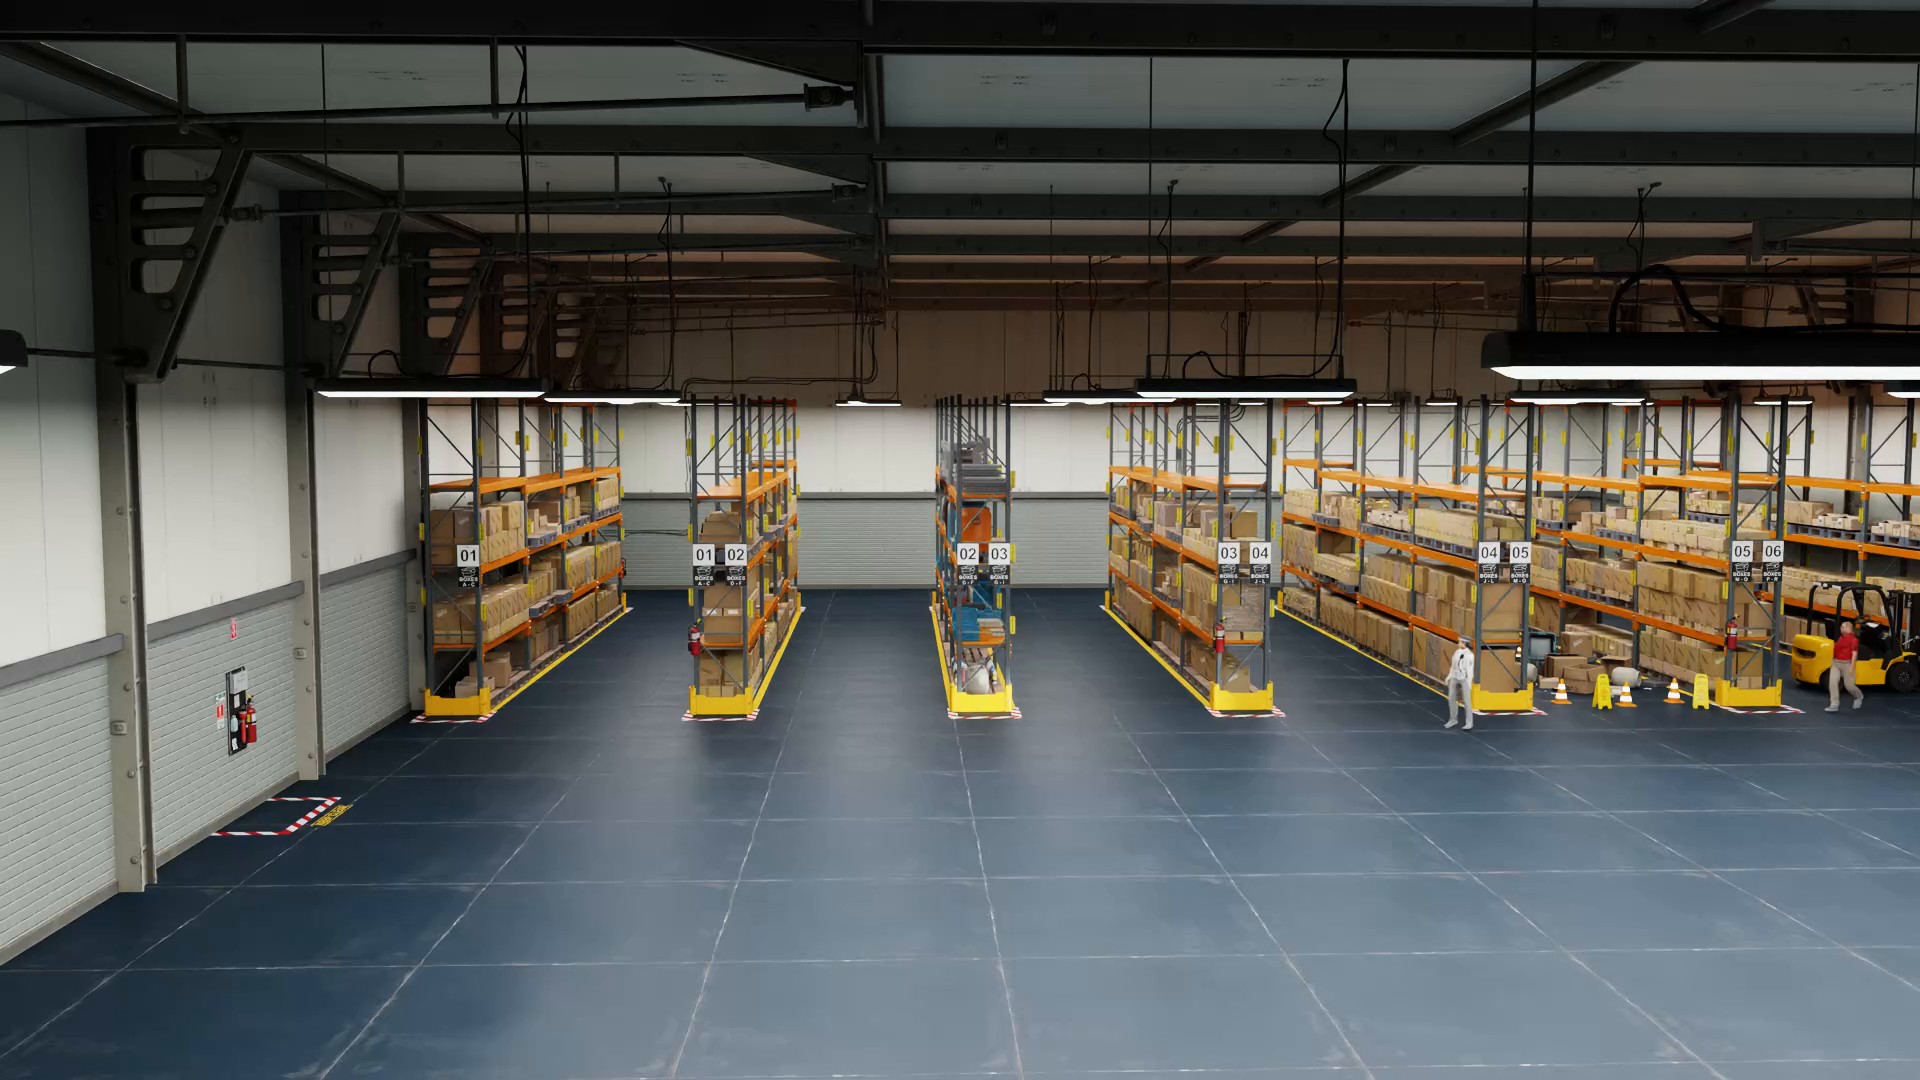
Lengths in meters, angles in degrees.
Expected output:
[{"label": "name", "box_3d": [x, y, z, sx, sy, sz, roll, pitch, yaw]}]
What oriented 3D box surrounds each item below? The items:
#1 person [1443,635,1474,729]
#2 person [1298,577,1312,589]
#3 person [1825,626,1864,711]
[{"label": "person", "box_3d": [8.939, 2.541, 29.834, 0.404, 1.722, 0.600, -3, 5, -32]}, {"label": "person", "box_3d": [10.321, 0.967, 49.141, 0.832, 1.746, 0.626, 0, 5, -3]}, {"label": "person", "box_3d": [16.764, 2.426, 31.444, 0.833, 1.605, 0.510, -3, 5, -35]}]
